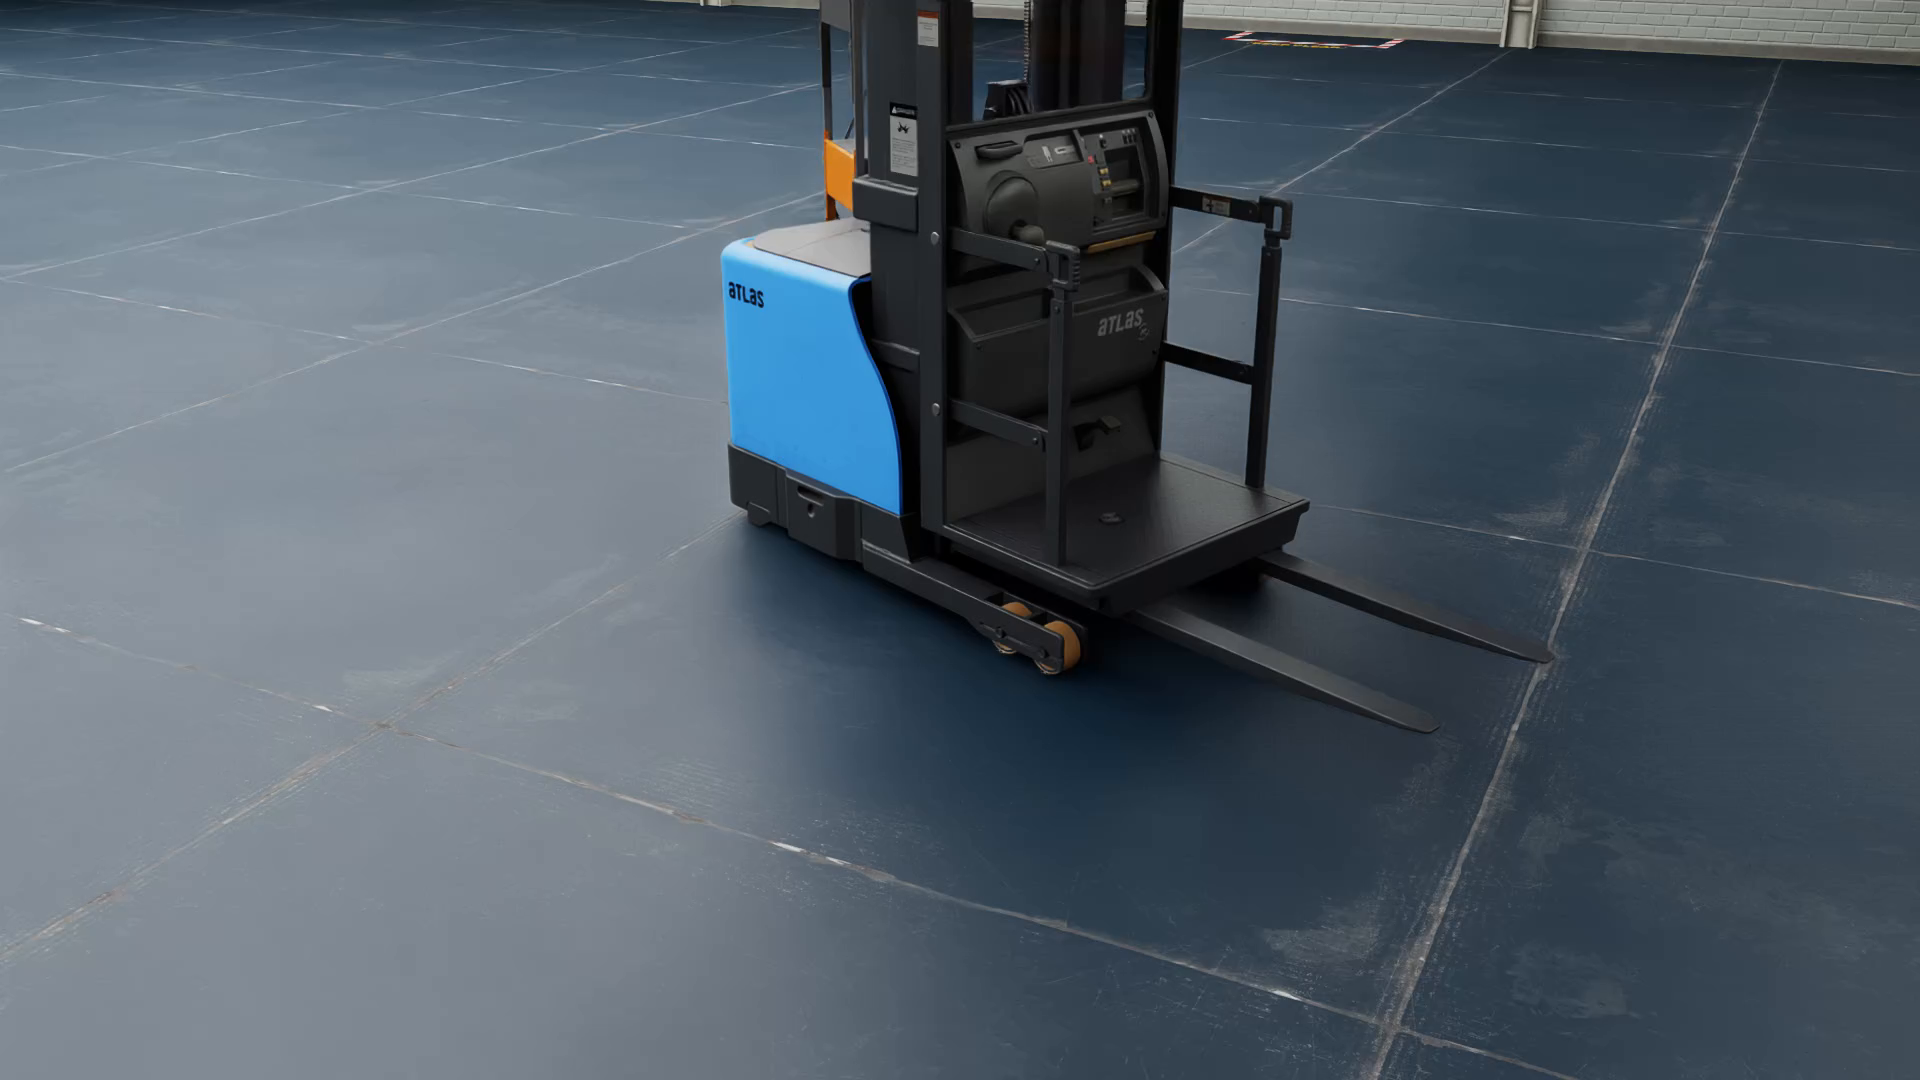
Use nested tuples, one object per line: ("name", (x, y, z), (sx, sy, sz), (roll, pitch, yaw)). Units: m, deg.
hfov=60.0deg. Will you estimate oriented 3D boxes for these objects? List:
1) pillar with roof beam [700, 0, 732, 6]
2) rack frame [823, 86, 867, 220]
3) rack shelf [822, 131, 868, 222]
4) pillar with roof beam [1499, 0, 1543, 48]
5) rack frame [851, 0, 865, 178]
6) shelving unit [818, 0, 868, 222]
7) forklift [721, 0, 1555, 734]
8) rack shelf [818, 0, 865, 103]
("pillar with roof beam", (-5.704, -10.902, 20.387), (0.400, 9.000, 9.100), (11, 25, 25))
("rack frame", (-0.379, -1.514, 7.126), (0.400, 2.100, 0.015), (-8, 24, -17))
("rack shelf", (-0.300, -1.411, 6.919), (0.431, 0.518, 0.480), (-8, 24, -17))
("pillar with roof beam", (5.005, -8.783, 15.405), (0.400, 9.000, 9.100), (11, 25, 25))
("rack frame", (-0.221, -1.333, 6.701), (0.400, 2.100, 0.015), (-8, 24, -17))
("shelving unit", (-0.300, -1.424, 6.914), (0.431, 2.100, 0.503), (-8, 24, -17))
("forklift", (0.478, -1.150, 5.209), (1.130, 2.935, 3.031), (-20, 30, -39))
("rack shelf", (-0.301, -2.055, 6.645), (0.431, 0.518, 0.480), (-8, 24, -17))
